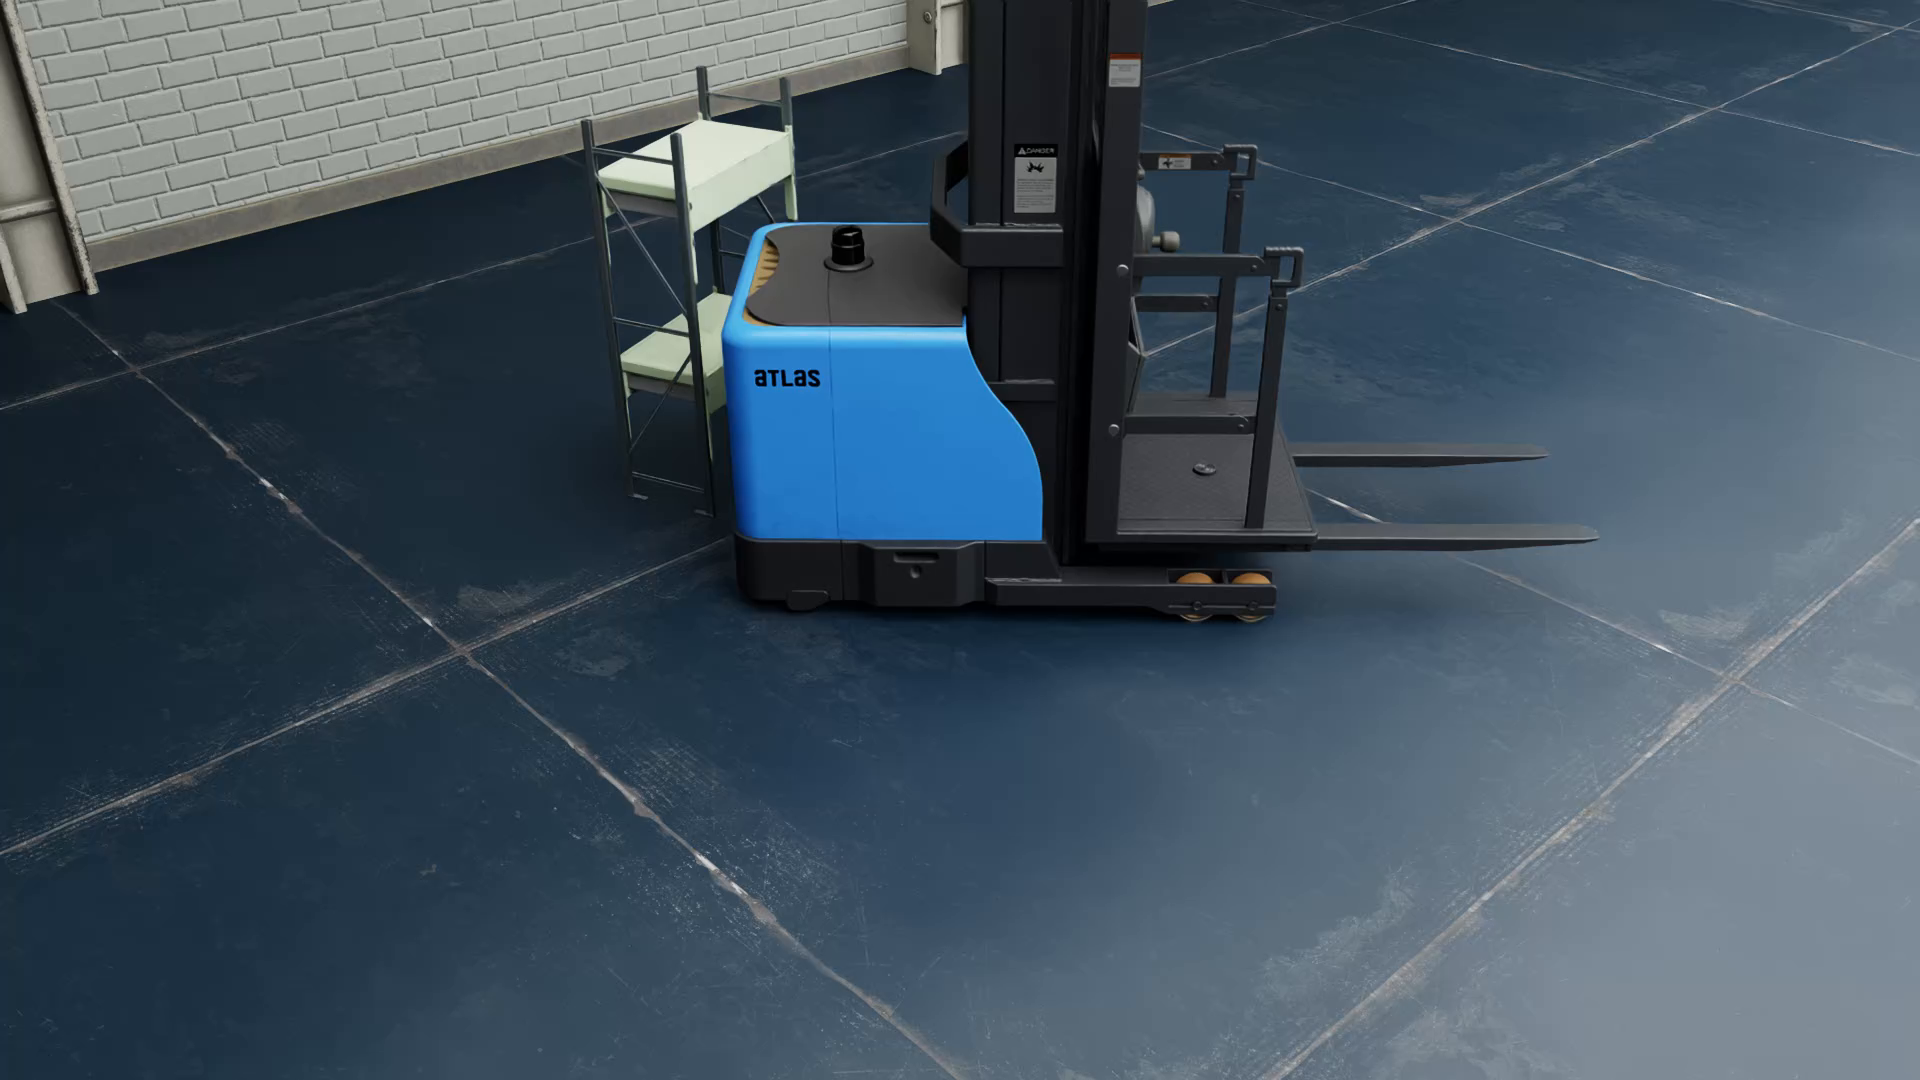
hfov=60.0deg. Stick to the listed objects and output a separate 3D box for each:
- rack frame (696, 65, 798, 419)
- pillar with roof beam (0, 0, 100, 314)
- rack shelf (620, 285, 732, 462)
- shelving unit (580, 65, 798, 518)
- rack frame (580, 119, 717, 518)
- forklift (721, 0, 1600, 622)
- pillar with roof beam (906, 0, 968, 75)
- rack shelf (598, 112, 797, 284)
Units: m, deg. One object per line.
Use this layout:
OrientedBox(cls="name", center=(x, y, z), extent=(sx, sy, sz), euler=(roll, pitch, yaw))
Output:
OrientedBox(cls="rack frame", center=(-0.815, -1.118, 6.640), extent=(0.400, 1.500, 0.023), euler=(14, 34, 21))
OrientedBox(cls="pillar with roof beam", center=(-1.599, -3.413, 3.206), extent=(0.400, 9.000, 9.100), euler=(-26, 40, -35))
OrientedBox(cls="rack shelf", center=(-0.969, -0.667, 6.527), extent=(0.431, 0.370, 0.720), euler=(14, 34, 21))
OrientedBox(cls="shelving unit", center=(-0.970, -0.945, 6.357), extent=(0.431, 1.500, 0.755), euler=(14, 34, 21))
OrientedBox(cls="rack frame", center=(-1.125, -0.772, 6.074), extent=(0.400, 1.500, 0.023), euler=(14, 34, 21))
OrientedBox(cls="forklift", center=(0.735, -1.247, 5.480), extent=(3.031, 2.935, 1.130), euler=(0, 31, 0))
OrientedBox(cls="pillar with roof beam", center=(2.801, -5.541, 6.686), extent=(0.400, 9.000, 9.100), euler=(-26, 40, -35))
OrientedBox(cls="rack shelf", center=(-0.971, -1.278, 6.154), extent=(0.431, 0.370, 0.720), euler=(14, 34, 21))
